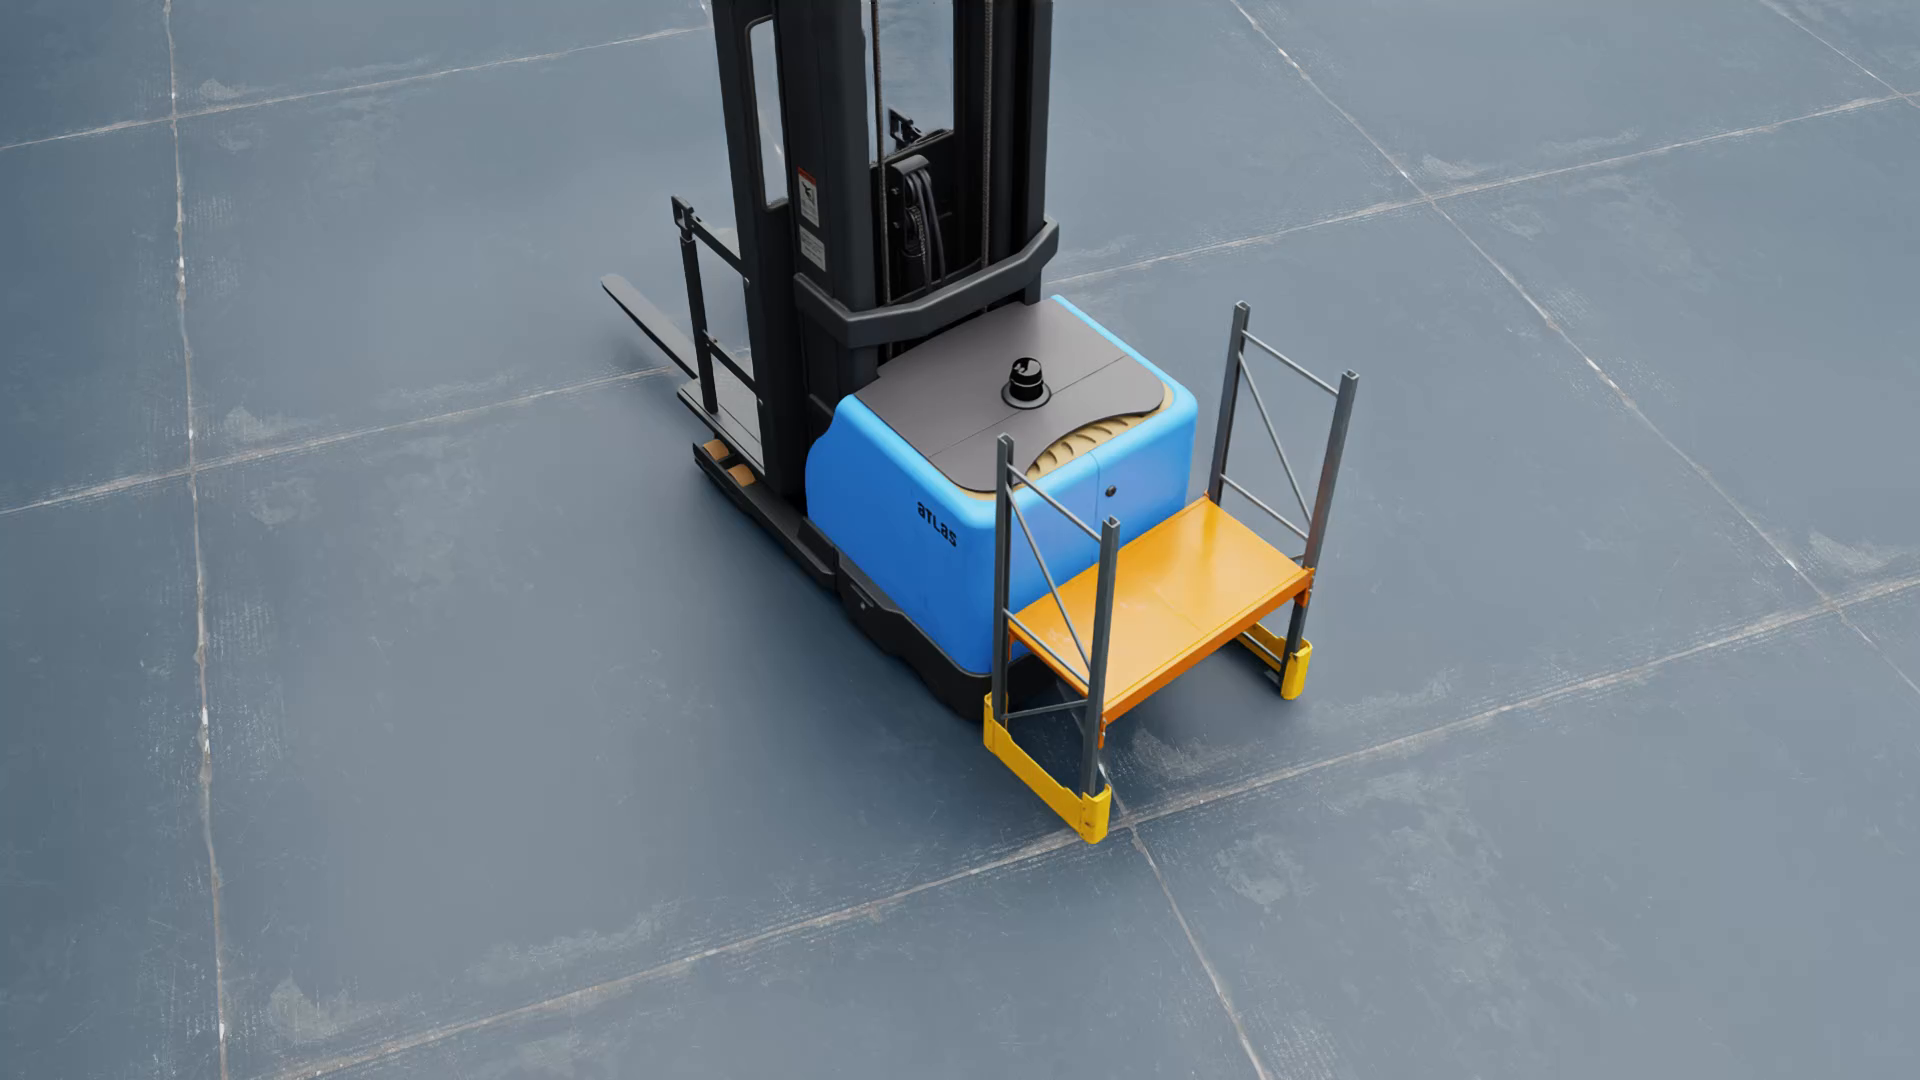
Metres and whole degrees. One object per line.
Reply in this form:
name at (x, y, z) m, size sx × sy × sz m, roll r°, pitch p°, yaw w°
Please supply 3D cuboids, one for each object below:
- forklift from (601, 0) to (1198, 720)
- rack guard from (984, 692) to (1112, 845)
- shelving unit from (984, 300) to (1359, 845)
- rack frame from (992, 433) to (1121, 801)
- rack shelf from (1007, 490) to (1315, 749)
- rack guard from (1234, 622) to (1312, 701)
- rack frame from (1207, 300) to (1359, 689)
forklift at (-0.459, -1.378, 6.054) m, size 1.130 × 2.935 × 3.031 m, roll -29°, pitch 52°, yaw -26°
rack guard at (0.296, 0.784, 5.792) m, size 0.087 × 0.250 × 0.587 m, roll -30°, pitch 53°, yaw -27°
shelving unit at (0.679, 0.118, 5.573) m, size 1.083 × 1.500 × 0.587 m, roll -30°, pitch 53°, yaw -27°
rack frame at (0.281, 0.352, 5.340) m, size 0.032 × 1.500 × 0.500 m, roll -30°, pitch 53°, yaw -27°
rack shelf at (0.672, 0.249, 5.697) m, size 1.000 × 0.185 × 0.538 m, roll -30°, pitch 53°, yaw -27°
rack guard at (1.062, 0.334, 6.241) m, size 0.087 × 0.250 × 0.587 m, roll -30°, pitch 53°, yaw -27°
rack frame at (1.063, -0.108, 5.799) m, size 0.032 × 1.500 × 0.500 m, roll -30°, pitch 53°, yaw -27°
